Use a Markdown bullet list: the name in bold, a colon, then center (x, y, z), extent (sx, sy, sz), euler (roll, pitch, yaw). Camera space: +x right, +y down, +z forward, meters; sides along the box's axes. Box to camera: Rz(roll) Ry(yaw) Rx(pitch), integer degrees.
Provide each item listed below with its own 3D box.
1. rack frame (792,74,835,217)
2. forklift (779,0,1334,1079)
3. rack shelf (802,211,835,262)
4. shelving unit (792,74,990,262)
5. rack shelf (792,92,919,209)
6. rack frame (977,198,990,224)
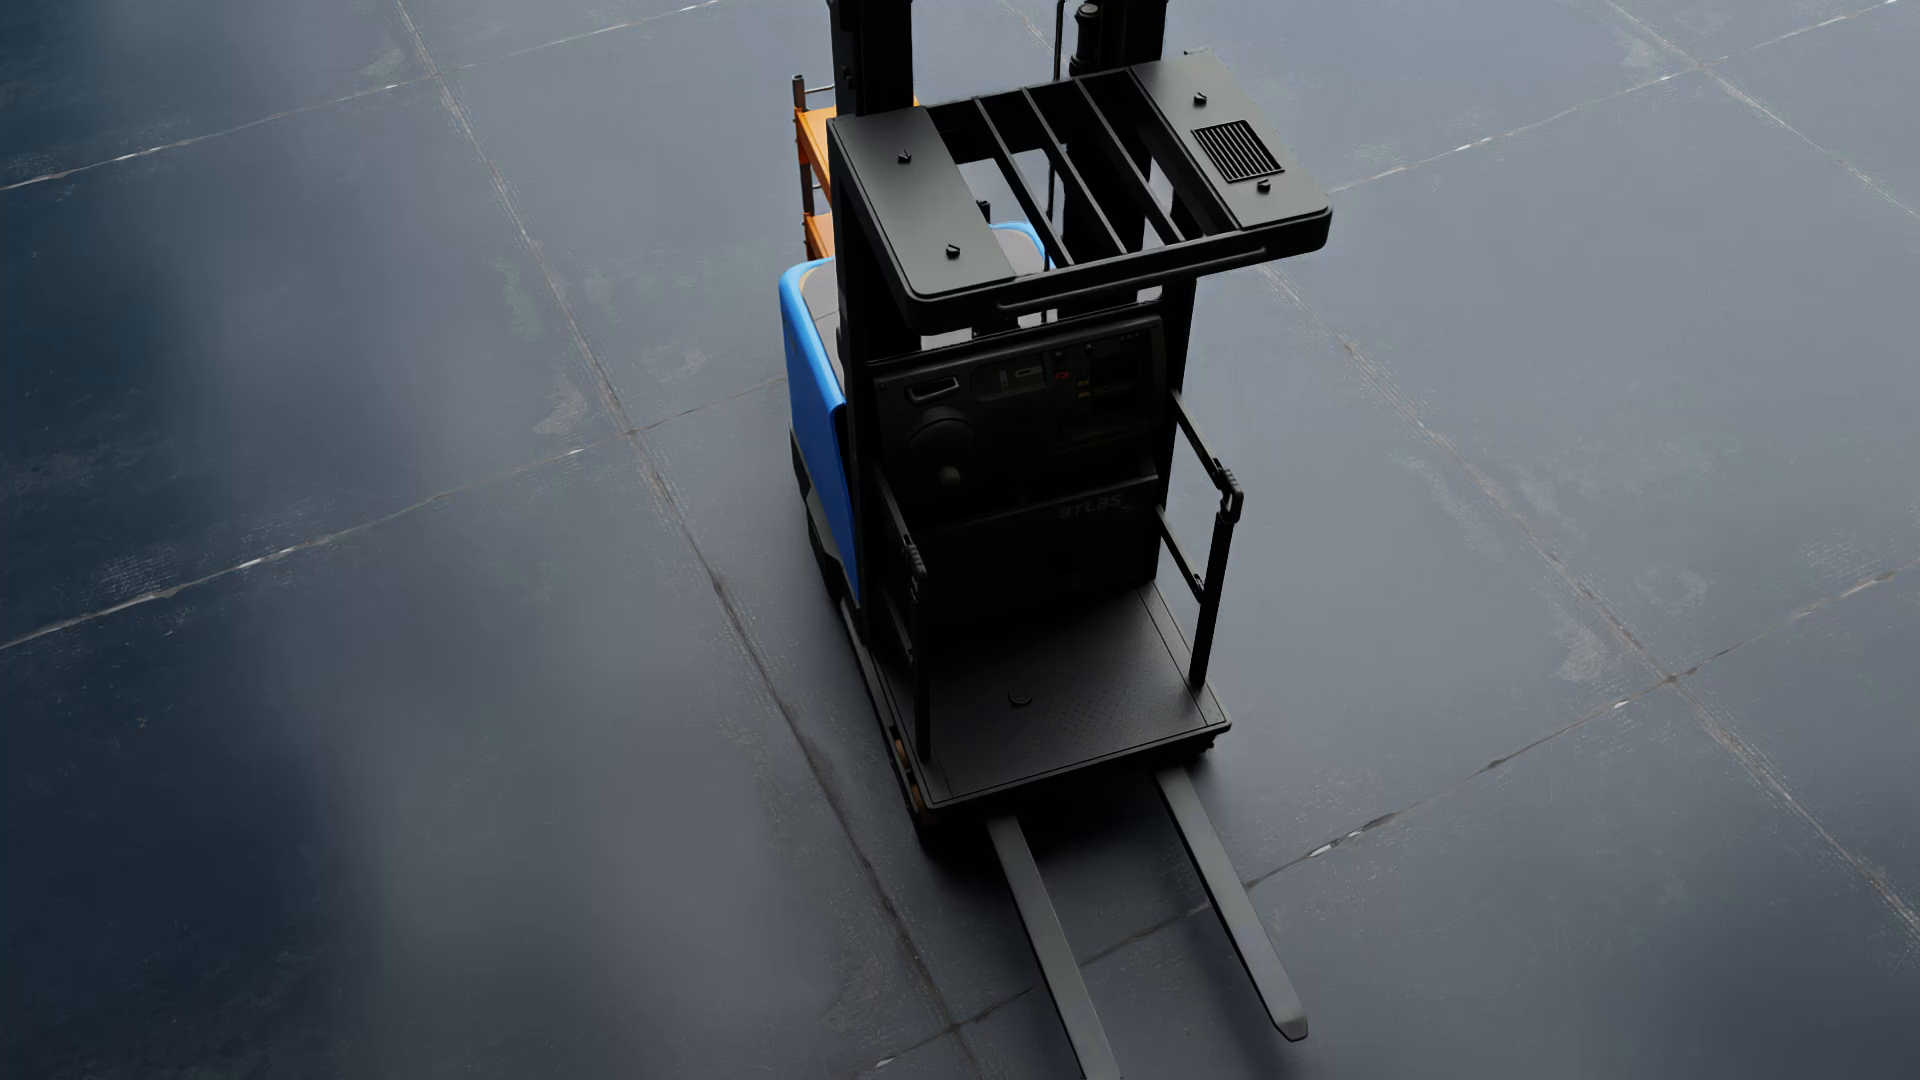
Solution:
- **rack frame**: center (-0.448, -1.579, 7.276), extent (0.500, 1.125, 0.032), euler (-14, 50, -12)
- **forklift**: center (0.263, -0.319, 4.975), extent (1.130, 2.935, 3.031), euler (-14, 50, -12)
- **rack shelf**: center (-0.288, -1.054, 7.142), extent (0.538, 0.278, 1.000), euler (-14, 50, -12)
- **shelving unit**: center (-0.288, -1.215, 6.958), extent (0.538, 1.125, 1.048), euler (-14, 50, -12)
- **rack shelf**: center (-0.288, -1.408, 6.738), extent (0.538, 0.278, 1.000), euler (-14, 50, -12)
- **rack frame**: center (-0.129, -0.852, 6.641), extent (0.500, 1.125, 0.032), euler (-14, 50, -12)
